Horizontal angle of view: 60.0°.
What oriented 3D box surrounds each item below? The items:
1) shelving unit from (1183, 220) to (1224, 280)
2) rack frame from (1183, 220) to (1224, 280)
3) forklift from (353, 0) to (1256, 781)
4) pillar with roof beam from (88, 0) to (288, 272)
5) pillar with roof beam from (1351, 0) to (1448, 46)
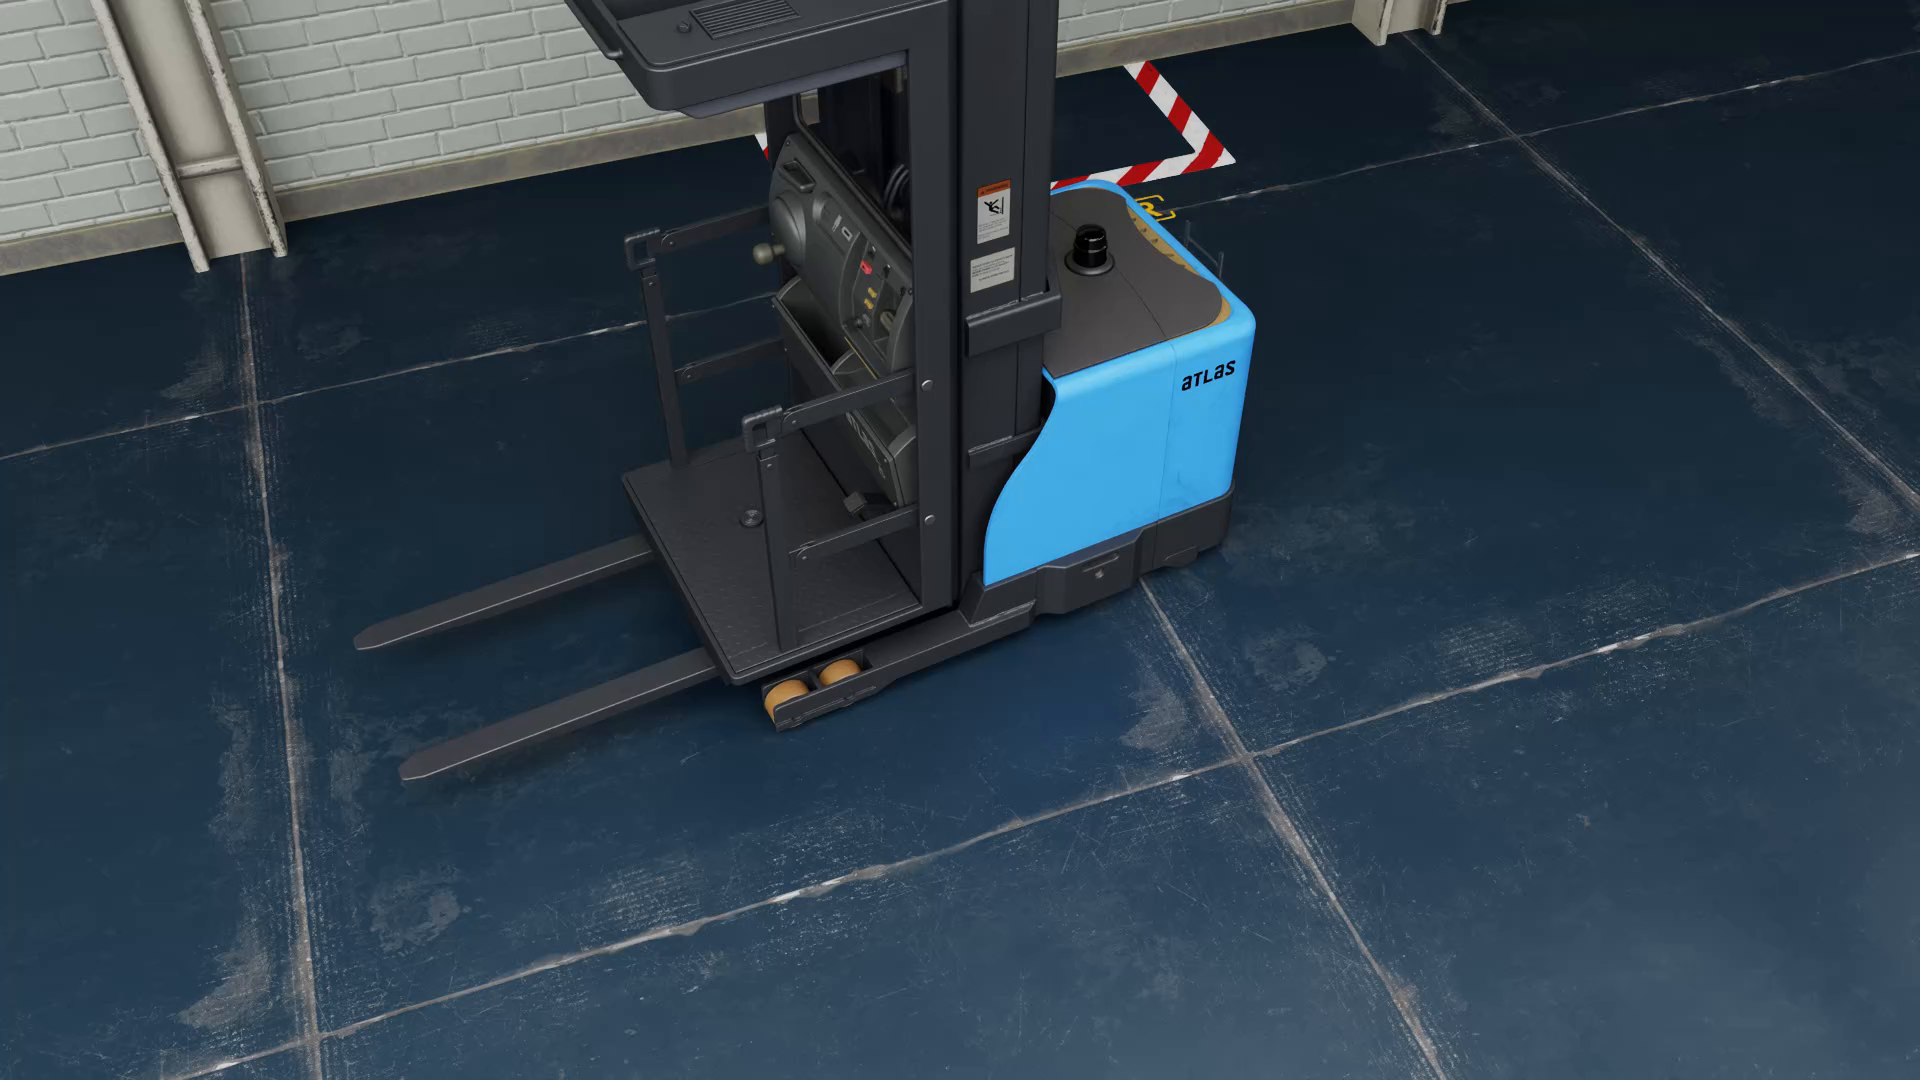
[{"bbox_3d":[0.805,-0.758,6.370,0.210,0.900,0.258,-20,49,-19],"label":"shelving unit"},{"bbox_3d":[0.895,-0.791,6.403,0.006,0.900,0.240,-20,49,-19],"label":"rack frame"},{"bbox_3d":[-0.552,-0.831,5.009,3.031,2.935,1.130,-20,49,-19],"label":"forklift"},{"bbox_3d":[-1.822,-1.655,1.546,0.400,9.000,9.100,-14,47,-14],"label":"pillar with roof beam"},{"bbox_3d":[3.821,-3.098,2.984,0.400,9.000,9.100,-14,47,-14],"label":"pillar with roof beam"}]
